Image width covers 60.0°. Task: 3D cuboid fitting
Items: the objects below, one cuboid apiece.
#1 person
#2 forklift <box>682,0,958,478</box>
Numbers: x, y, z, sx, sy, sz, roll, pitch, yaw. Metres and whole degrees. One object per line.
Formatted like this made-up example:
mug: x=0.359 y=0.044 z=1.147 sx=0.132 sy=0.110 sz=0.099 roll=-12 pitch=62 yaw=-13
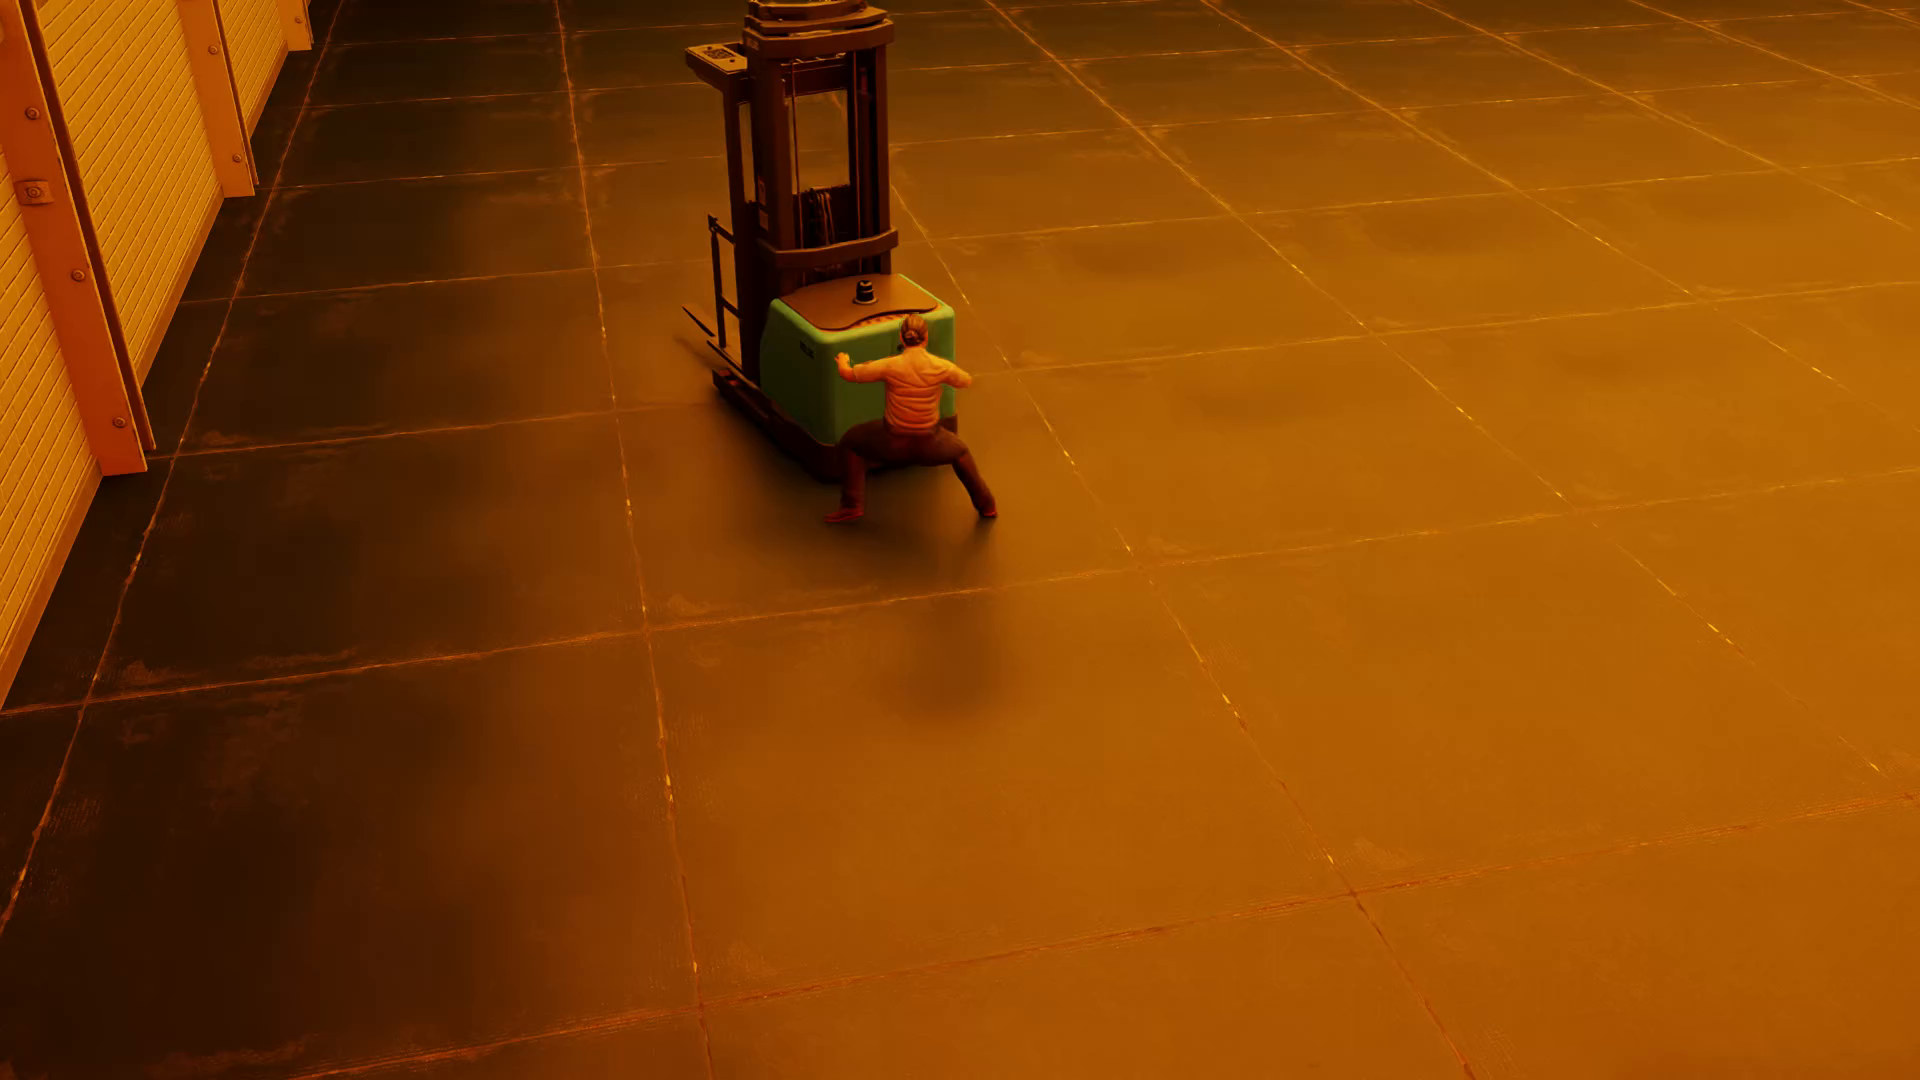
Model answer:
person: x=-0.320 y=-0.758 z=10.387 sx=1.114 sy=1.426 sz=0.660 roll=0 pitch=30 yaw=0
forklift: x=-1.184 y=-2.388 z=11.700 sx=1.130 sy=2.935 sz=3.031 roll=-16 pitch=34 yaw=-25
